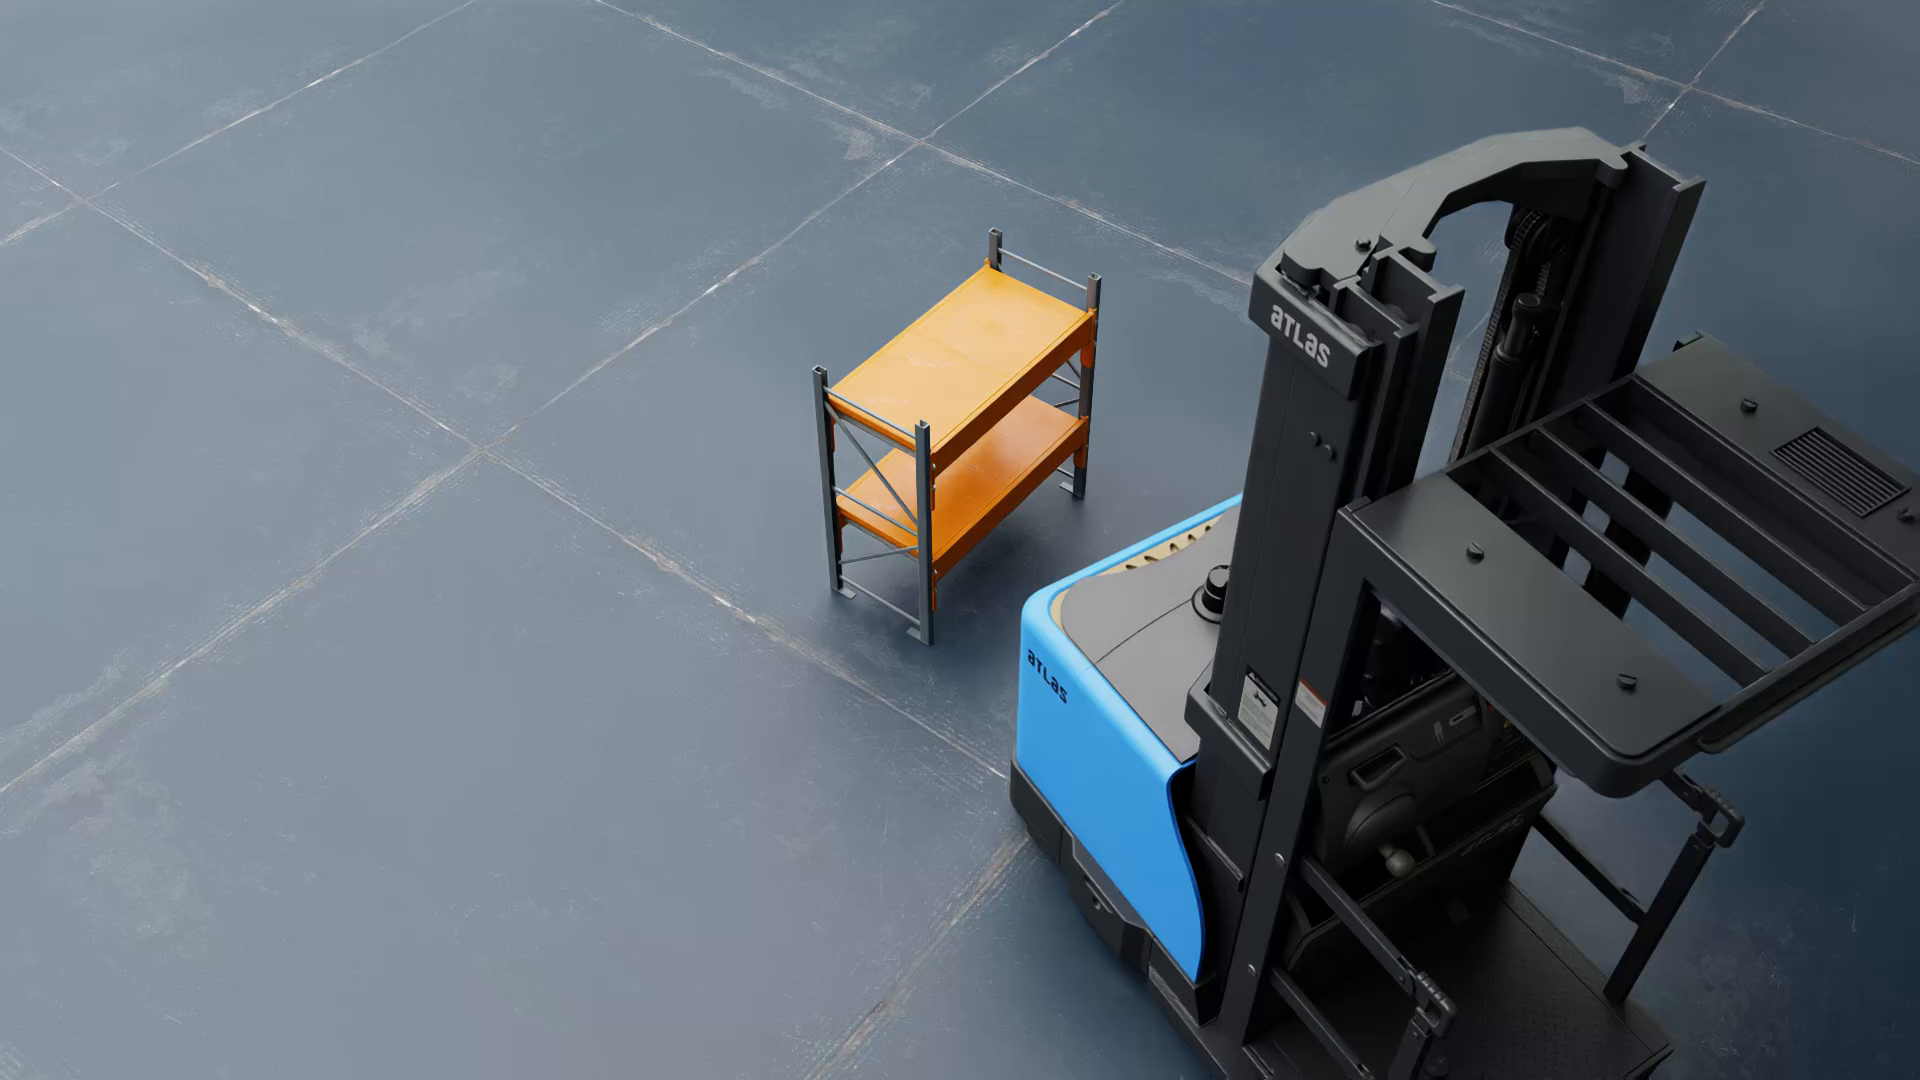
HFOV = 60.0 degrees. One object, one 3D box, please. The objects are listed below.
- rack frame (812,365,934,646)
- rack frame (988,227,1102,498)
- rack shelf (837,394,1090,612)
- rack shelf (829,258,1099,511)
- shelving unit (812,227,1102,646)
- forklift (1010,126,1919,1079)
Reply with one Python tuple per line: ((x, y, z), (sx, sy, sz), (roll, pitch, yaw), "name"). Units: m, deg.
((-0.307, -0.102, 6.069), (0.500, 1.125, 0.032), (29, 53, 25), "rack frame")
((0.315, -0.683, 6.625), (0.500, 1.125, 0.032), (29, 53, 25), "rack frame")
((0.004, -0.224, 6.524), (0.538, 0.278, 1.000), (29, 53, 25), "rack shelf")
((0.004, -0.595, 6.135), (0.538, 0.278, 1.000), (29, 53, 25), "rack shelf")
((0.004, -0.392, 6.347), (0.538, 1.125, 1.048), (29, 53, 25), "shelving unit")
((1.385, 0.626, 4.125), (1.130, 2.935, 3.031), (-25, 51, -22), "forklift")
